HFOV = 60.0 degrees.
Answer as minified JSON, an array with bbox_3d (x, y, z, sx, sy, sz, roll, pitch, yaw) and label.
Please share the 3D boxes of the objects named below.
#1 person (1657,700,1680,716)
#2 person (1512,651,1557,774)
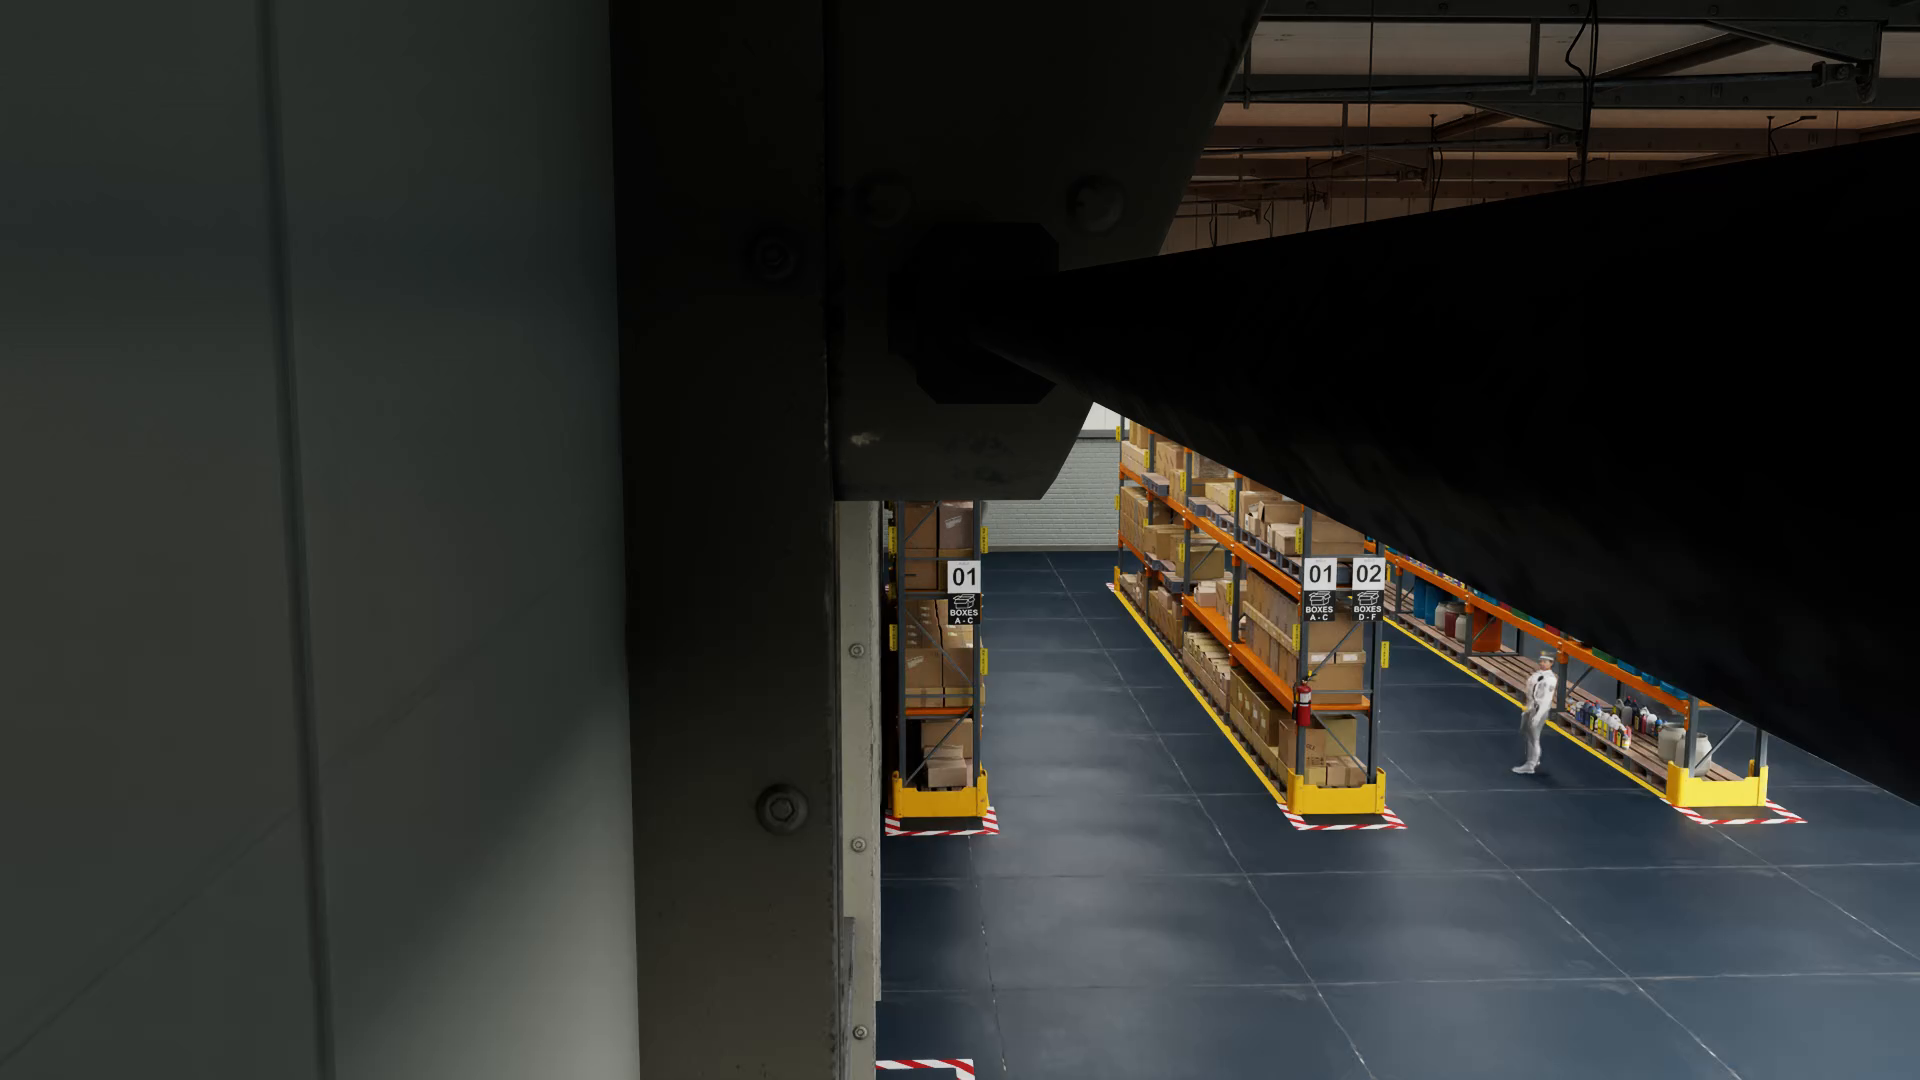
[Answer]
[{"bbox_3d":[10.991,1.799,25.593,0.488,1.729,1.023,-1,8,-4],"label":"person"},{"bbox_3d":[7.701,2.311,22.264,0.530,1.704,0.550,1,8,8],"label":"person"}]
